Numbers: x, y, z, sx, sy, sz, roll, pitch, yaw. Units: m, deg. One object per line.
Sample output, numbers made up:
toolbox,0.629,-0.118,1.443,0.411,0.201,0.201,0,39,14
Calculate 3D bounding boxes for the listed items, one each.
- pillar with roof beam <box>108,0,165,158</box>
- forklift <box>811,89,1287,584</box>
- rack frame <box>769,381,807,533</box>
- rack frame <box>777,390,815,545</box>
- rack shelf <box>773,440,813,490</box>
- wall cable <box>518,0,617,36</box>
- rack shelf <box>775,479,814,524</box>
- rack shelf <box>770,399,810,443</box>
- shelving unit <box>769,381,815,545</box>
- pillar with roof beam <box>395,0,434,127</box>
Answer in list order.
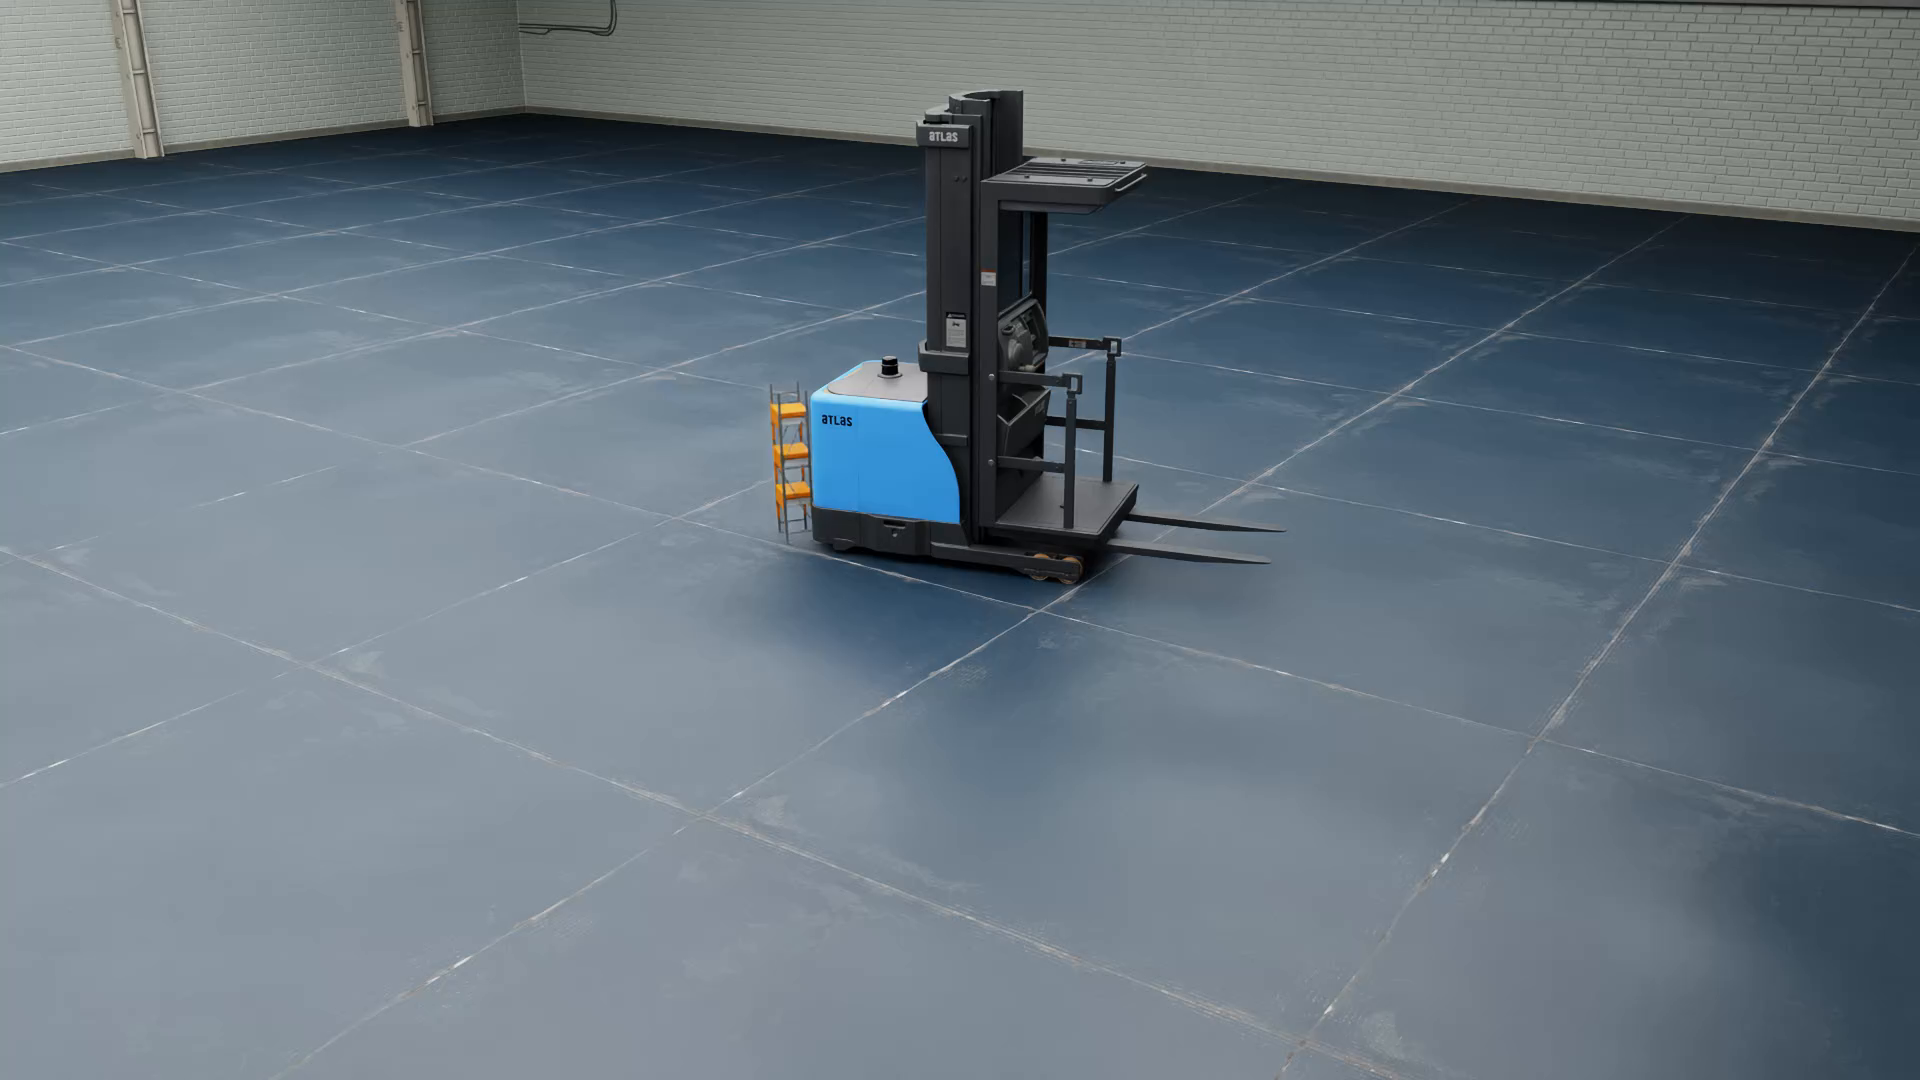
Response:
pillar with roof beam,-11.010,-10.275,26.071,9.100,9.000,0.400,13,24,32
forklift,0.590,-1.304,10.566,3.031,2.935,1.130,7,21,18
rack frame,-1.159,-0.555,11.245,0.200,1.050,0.008,-8,21,-16
rack frame,-1.084,-0.475,11.027,0.200,1.050,0.008,-8,21,-16
rack shelf,-1.121,-0.505,11.139,0.215,0.259,0.240,-8,21,-16
wall cable,-8.448,-11.967,35.121,3.097,2.526,0.112,13,24,32
rack shelf,-1.115,-0.245,11.236,0.215,0.259,0.240,-8,21,-16
rack shelf,-1.127,-0.771,11.040,0.215,0.259,0.240,-8,21,-16
shelving unit,-1.121,-0.515,11.136,0.215,1.050,0.252,-8,21,-16
pillar with roof beam,-7.637,-11.996,30.725,9.100,9.000,0.400,13,24,32
